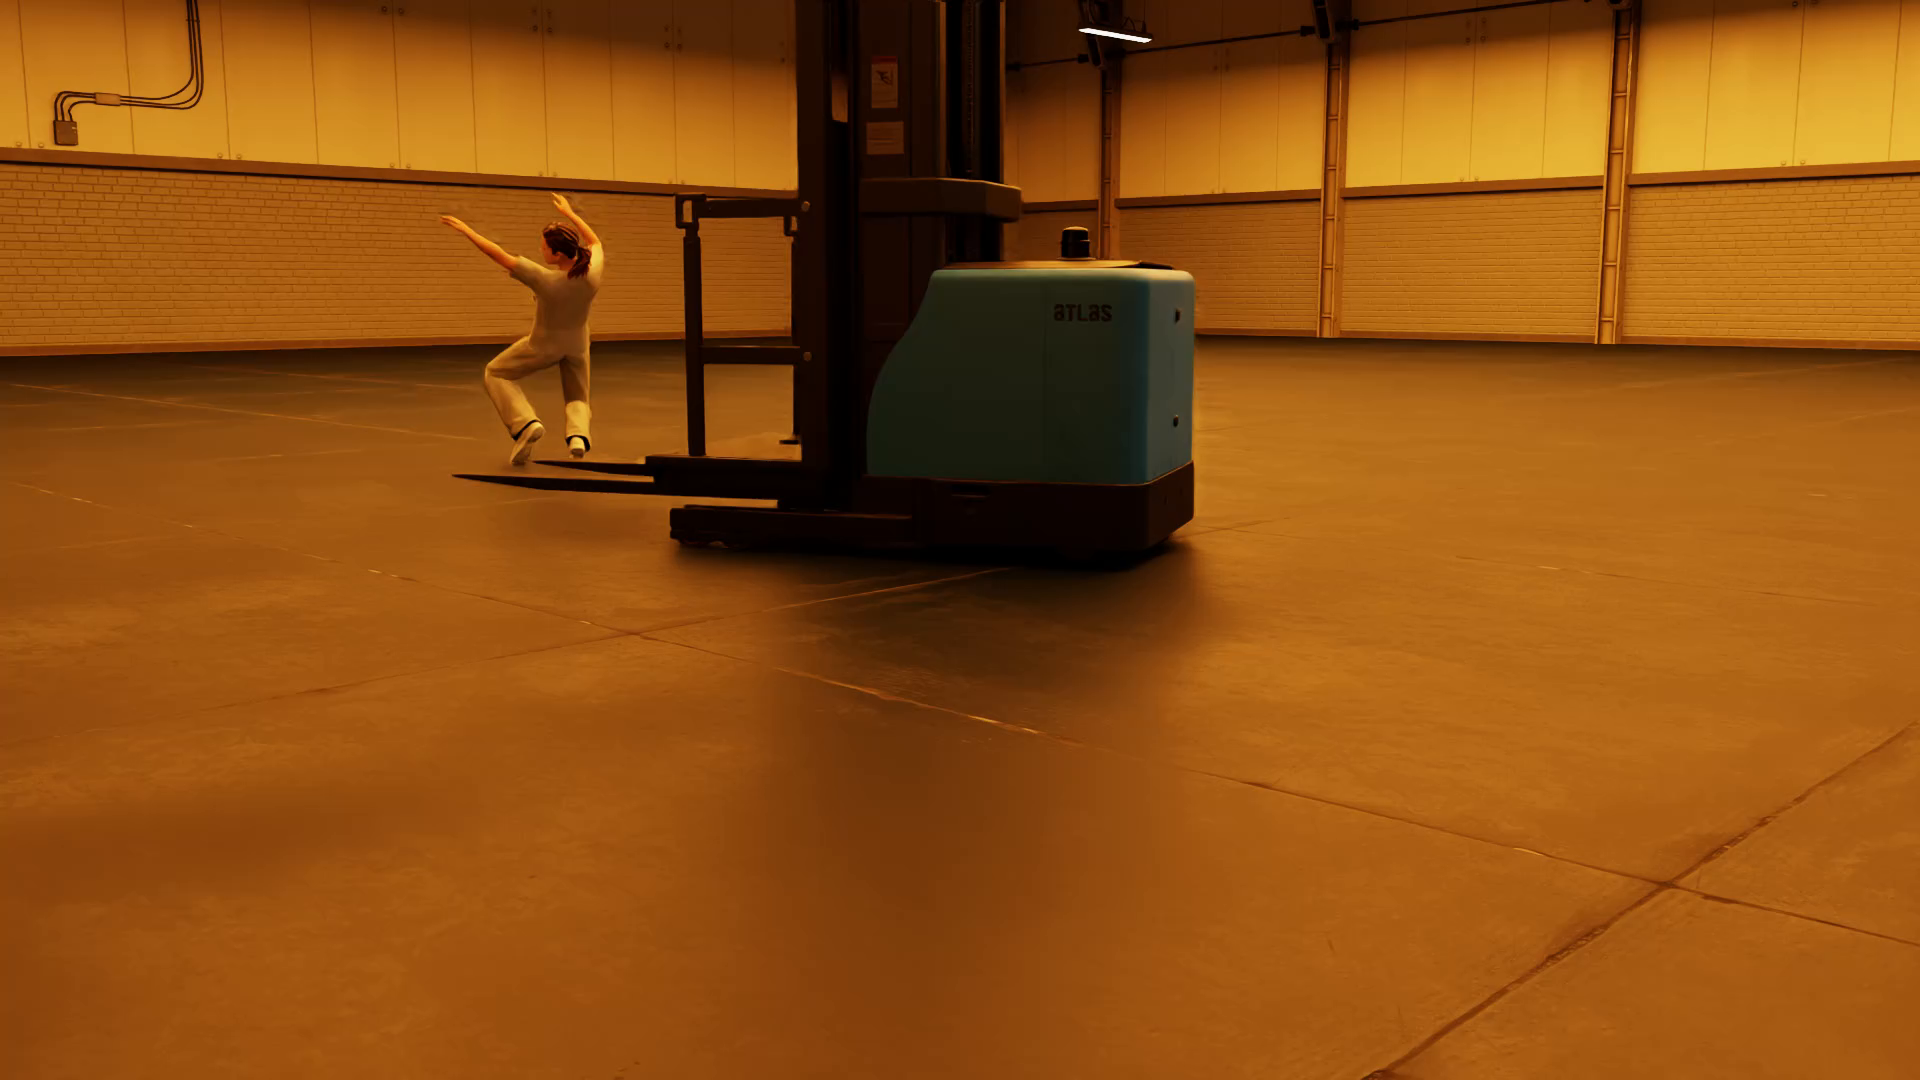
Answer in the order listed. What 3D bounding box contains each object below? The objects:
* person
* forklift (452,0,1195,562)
[{"bbox_3d":[-2.492,-1.199,9.504,0.954,1.567,0.777,-5,10,-32],"label":"person"},{"bbox_3d":[-0.616,-1.478,6.691,3.031,2.935,1.130,3,9,19],"label":"forklift"}]
